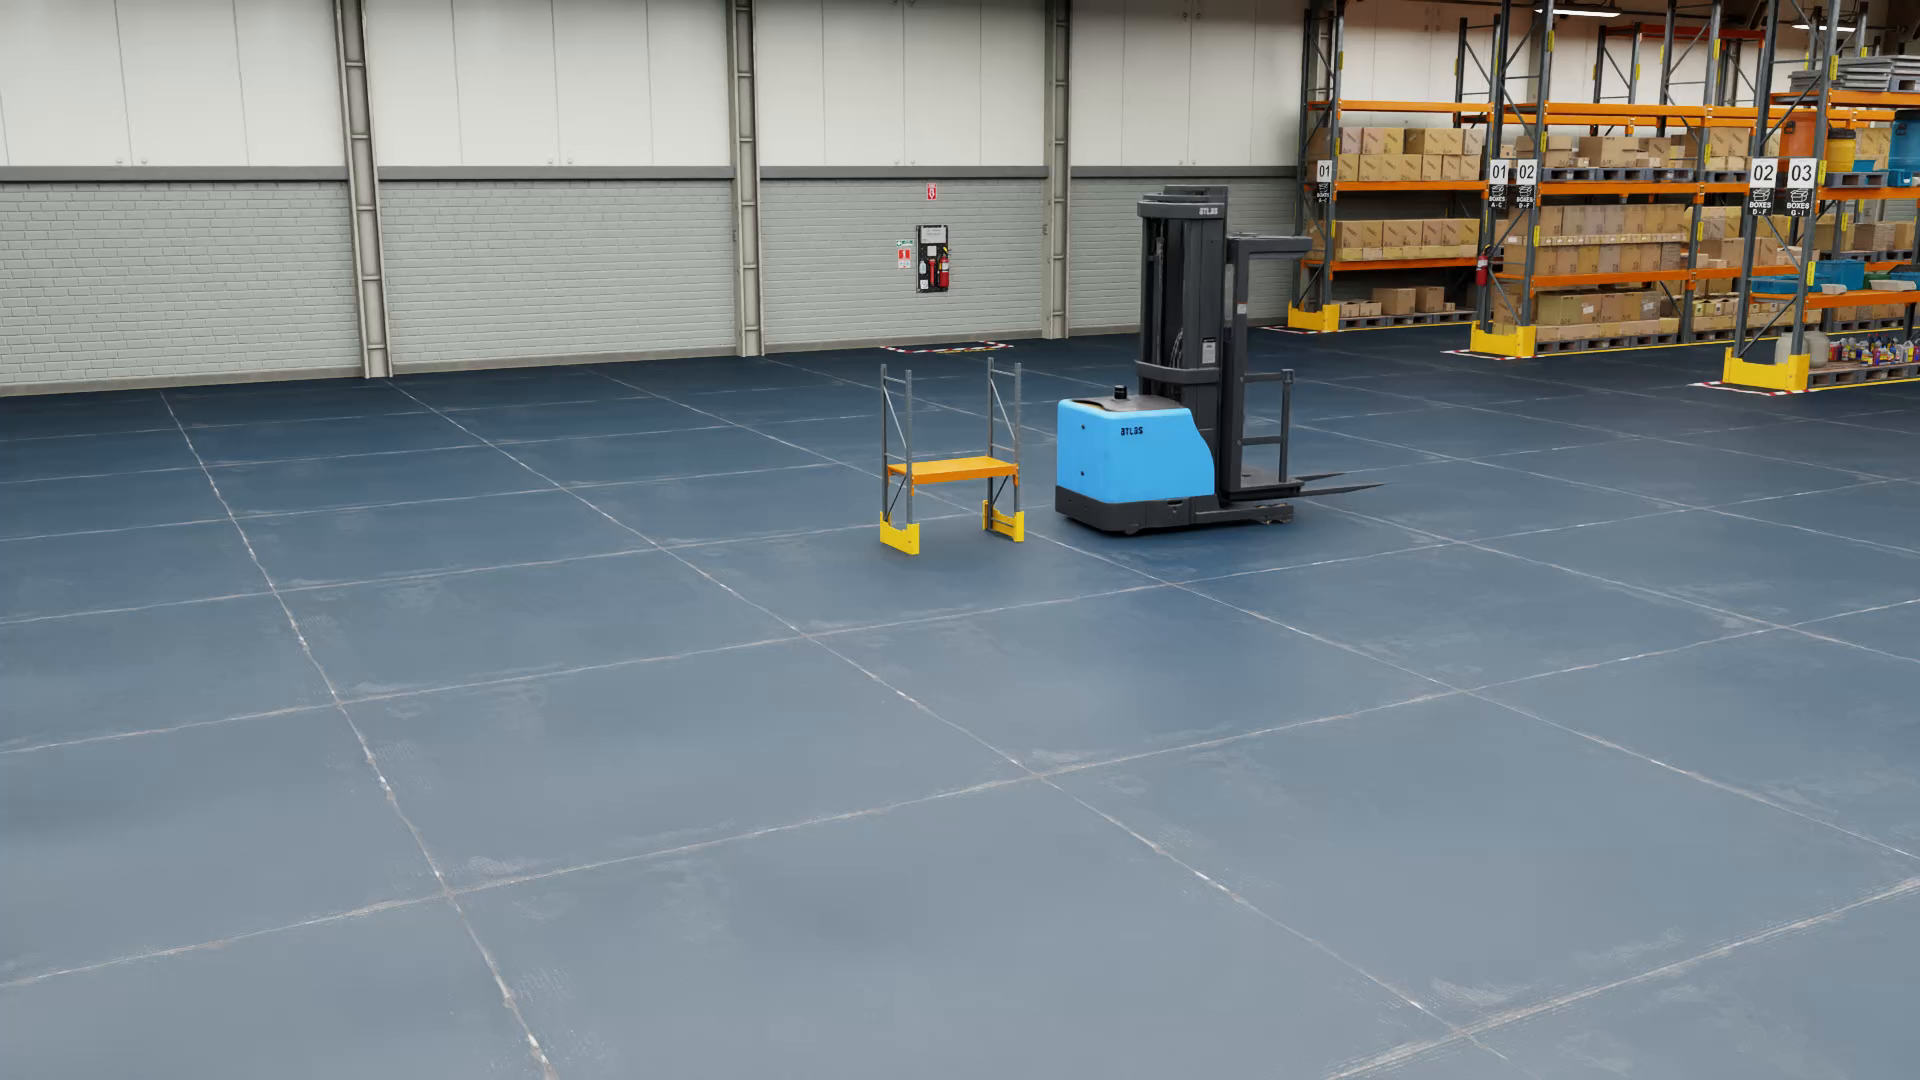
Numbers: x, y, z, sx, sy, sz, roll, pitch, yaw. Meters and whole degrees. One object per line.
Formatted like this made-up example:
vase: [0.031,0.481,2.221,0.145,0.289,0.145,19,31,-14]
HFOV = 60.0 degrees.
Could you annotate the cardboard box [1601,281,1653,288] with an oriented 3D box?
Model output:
cardboard box: [14.546,-5.634,36.253,0.750,0.750,0.750,-7,14,-29]

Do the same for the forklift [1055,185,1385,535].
forklift: [2.420,-1.666,14.835,3.031,2.935,1.130,-5,14,-23]

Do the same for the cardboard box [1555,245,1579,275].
cardboard box: [10.067,-4.782,28.298,0.500,0.500,0.700,-6,14,-26]

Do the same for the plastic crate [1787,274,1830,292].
plastic crate: [12.431,-3.780,24.414,0.408,0.251,0.499,-7,14,-28]

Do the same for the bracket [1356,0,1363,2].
bracket: [7.550,-10.483,31.996,0.430,0.232,0.235,-7,14,-28]

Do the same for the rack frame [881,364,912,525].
rack frame: [-0.521,-0.669,13.667,0.032,1.500,0.500,-7,14,-28]

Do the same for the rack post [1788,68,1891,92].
rack post: [12.287,-6.413,23.249,0.954,0.300,0.937,-5,14,-22]

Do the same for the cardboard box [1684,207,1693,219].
cardboard box: [15.713,-7.159,36.428,0.500,0.250,0.500,-7,15,-29]

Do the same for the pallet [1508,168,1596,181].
pallet: [9.826,-6.120,27.840,1.213,0.211,1.003,-7,14,-28]

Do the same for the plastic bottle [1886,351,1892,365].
plastic bottle: [13.779,-2.712,24.701,0.097,0.201,0.097,0,13,0]

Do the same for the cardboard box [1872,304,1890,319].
cardboard box: [17.651,-4.568,32.265,0.500,0.500,0.500,-7,14,-29]

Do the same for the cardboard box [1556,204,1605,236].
cardboard box: [10.556,-5.474,28.417,0.500,0.500,0.700,-7,14,-28]

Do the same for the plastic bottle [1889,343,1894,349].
plastic bottle: [13.999,-2.812,24.958,0.133,0.283,0.061,-7,14,-28]

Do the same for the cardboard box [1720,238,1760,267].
cardboard box: [14.288,-5.286,30.536,0.500,0.500,0.500,-7,14,-28]

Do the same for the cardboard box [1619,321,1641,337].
cardboard box: [11.526,-3.717,29.102,0.500,0.250,0.500,-7,14,-28]

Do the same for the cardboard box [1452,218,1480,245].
cardboard box: [10.060,-6.198,33.408,0.500,0.500,0.500,-7,14,-28]

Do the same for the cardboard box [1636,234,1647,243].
cardboard box: [11.674,-5.240,28.855,0.250,0.149,0.380,-7,14,-28]

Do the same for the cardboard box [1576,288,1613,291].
cardboard box: [11.269,-4.187,29.479,0.500,0.500,0.500,-7,14,-28]

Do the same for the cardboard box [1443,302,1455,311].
cardboard box: [9.872,-4.776,33.949,0.250,0.166,0.380,-9,16,-35]

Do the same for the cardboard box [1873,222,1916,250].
cardboard box: [18.204,-5.949,32.525,0.500,0.500,0.700,-12,17,-42]

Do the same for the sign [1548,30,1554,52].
sign: [9.453,-7.982,26.595,0.005,0.325,0.100,-7,14,-28]

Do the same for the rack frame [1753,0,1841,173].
rack frame: [11.563,-6.602,22.950,0.127,3.000,1.000,-7,14,-28]

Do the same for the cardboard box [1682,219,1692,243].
cardboard box: [15.740,-6.793,36.512,0.500,0.500,0.500,-6,14,-26]

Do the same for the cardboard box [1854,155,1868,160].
cardboard box: [16.581,-7.036,31.484,0.500,0.500,0.910,-7,14,-28]

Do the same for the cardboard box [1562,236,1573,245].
cardboard box: [10.090,-5.050,28.010,0.250,0.149,0.380,-7,14,-28]

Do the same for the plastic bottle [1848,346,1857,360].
plastic bottle: [13.561,-2.838,25.258,0.097,0.201,0.097,0,13,0]

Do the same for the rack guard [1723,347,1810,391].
rack guard: [11.607,-2.473,23.959,0.348,0.500,1.175,-7,14,-28]

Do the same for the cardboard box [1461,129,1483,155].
cardboard box: [10.017,-7.910,33.043,0.500,0.500,0.500,-8,15,-33]

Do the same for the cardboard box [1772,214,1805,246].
cardboard box: [19.110,-7.201,38.593,0.700,0.700,0.980,-8,15,-31]

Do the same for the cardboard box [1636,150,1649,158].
cardboard box: [11.661,-6.685,29.079,0.500,0.311,0.500,-8,15,-31]

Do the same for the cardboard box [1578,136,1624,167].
cardboard box: [10.781,-6.538,27.992,0.500,0.500,0.500,-7,14,-28]

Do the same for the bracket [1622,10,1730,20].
bracket: [15.078,-11.385,36.005,4.783,0.066,0.076,-7,14,-28]

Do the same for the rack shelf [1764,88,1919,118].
rack shelf: [13.318,-6.266,24.008,4.000,0.370,1.077,-7,14,-28]

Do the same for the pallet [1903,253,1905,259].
pallet: [18.972,-5.736,33.202,1.213,0.211,1.003,-7,14,-28]

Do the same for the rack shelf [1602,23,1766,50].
rack shelf: [15.593,-10.834,35.822,4.000,0.370,1.077,-7,14,-28]

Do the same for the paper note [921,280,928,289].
paper note: [-0.626,-4.506,29.306,0.142,0.148,0.016,-7,14,-28]

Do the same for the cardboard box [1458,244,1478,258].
cardboard box: [10.056,-5.834,33.495,0.500,0.250,0.500,-7,14,-28]

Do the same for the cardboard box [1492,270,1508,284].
cardboard box: [11.350,-5.494,34.673,0.500,0.250,0.500,-7,15,-29]

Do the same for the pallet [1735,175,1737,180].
pallet: [16.568,-8.111,36.922,1.217,0.209,0.805,-8,15,-30]

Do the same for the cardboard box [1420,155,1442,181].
cardboard box: [9.084,-7.310,32.655,0.500,0.500,0.500,-7,15,-30]

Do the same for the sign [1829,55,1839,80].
sign: [11.823,-6.394,22.500,0.005,0.325,0.100,-7,14,-28]

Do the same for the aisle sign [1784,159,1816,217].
aisle sign: [11.640,-4.880,23.038,0.004,0.787,0.394,-7,14,-28]

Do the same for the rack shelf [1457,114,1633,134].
rack shelf: [12.082,-8.596,34.361,4.000,0.370,1.077,-7,14,-28]

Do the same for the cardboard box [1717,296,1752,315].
cardboard box: [14.081,-4.290,30.368,0.500,0.311,0.500,-7,15,-30]

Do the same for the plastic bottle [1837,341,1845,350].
plastic bottle: [13.321,-2.875,25.252,0.135,0.276,0.152,-7,15,-29]

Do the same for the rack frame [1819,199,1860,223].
rack frame: [20.860,-7.268,39.571,0.127,3.000,1.000,-7,14,-28]

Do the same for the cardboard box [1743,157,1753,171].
cardboard box: [14.411,-6.836,30.204,0.500,0.250,0.500,-8,15,-33]

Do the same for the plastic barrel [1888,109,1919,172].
plastic barrel: [14.149,-5.925,24.674,0.708,0.901,0.600,-7,14,-28]

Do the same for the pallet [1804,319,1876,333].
pallet: [16.888,-4.183,32.214,1.213,0.211,1.003,-7,14,-28]

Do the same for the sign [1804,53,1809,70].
sign: [15.946,-8.997,31.282,0.005,0.325,0.100,-7,14,-28]

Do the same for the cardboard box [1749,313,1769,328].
cardboard box: [14.526,-4.071,30.673,0.500,0.250,0.500,-7,14,-27]

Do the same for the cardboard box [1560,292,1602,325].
cardboard box: [10.641,-3.981,28.566,0.500,0.500,0.500,-7,14,-28]

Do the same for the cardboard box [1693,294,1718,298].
cardboard box: [13.815,-4.394,30.830,0.500,0.311,0.500,-7,14,-28]

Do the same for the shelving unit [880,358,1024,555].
shelving unit: [-0.067,-0.724,13.909,1.083,1.500,0.587,-7,14,-28]

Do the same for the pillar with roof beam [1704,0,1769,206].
pillar with roof beam: [19.611,-9.184,34.424,0.548,9.000,9.100,-7,14,-28]
